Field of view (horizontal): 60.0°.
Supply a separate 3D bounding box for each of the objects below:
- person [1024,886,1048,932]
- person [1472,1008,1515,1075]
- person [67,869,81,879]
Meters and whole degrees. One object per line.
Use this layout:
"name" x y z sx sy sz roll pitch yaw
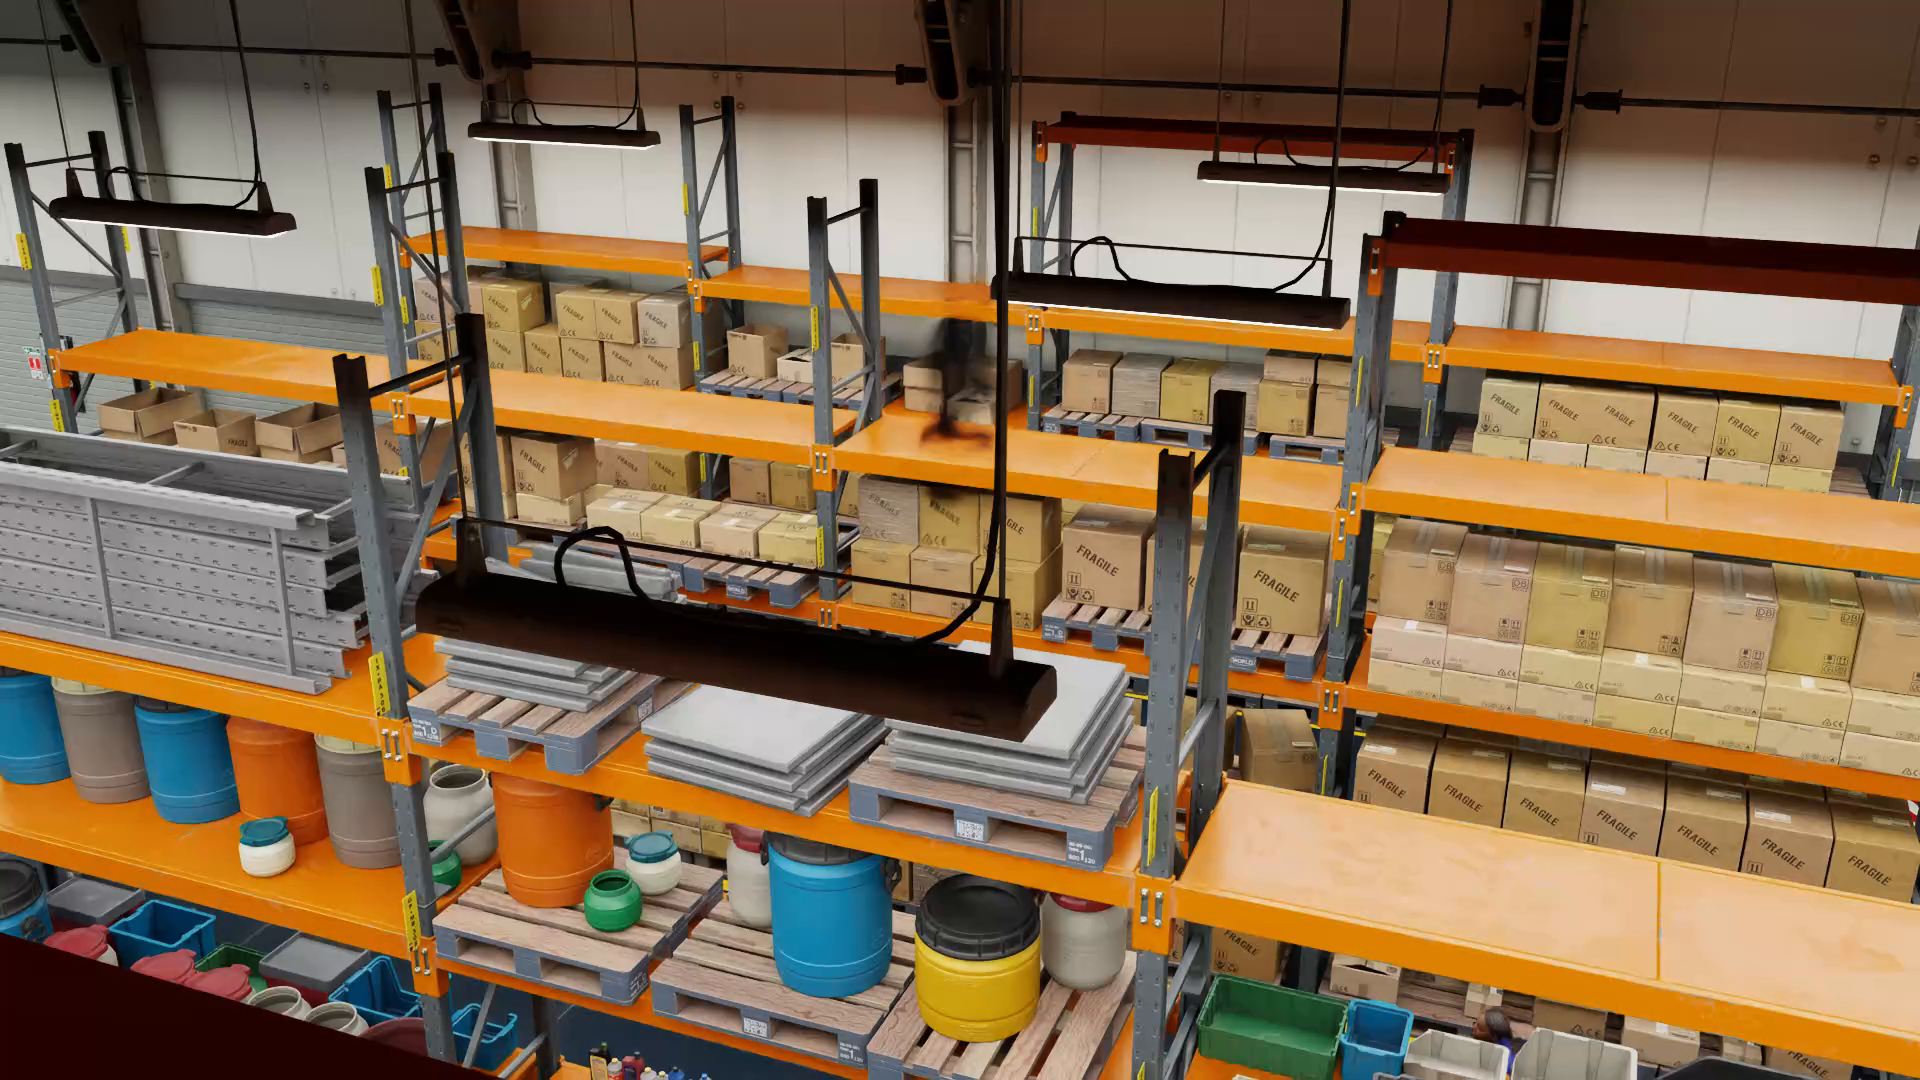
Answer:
"person" 0.441 3.076 12.031 0.556 1.631 0.559 9 23 22
"person" 3.399 3.676 10.445 0.918 1.693 0.600 3 21 8
"person" -7.578 2.334 13.923 0.841 1.616 0.600 6 22 15
